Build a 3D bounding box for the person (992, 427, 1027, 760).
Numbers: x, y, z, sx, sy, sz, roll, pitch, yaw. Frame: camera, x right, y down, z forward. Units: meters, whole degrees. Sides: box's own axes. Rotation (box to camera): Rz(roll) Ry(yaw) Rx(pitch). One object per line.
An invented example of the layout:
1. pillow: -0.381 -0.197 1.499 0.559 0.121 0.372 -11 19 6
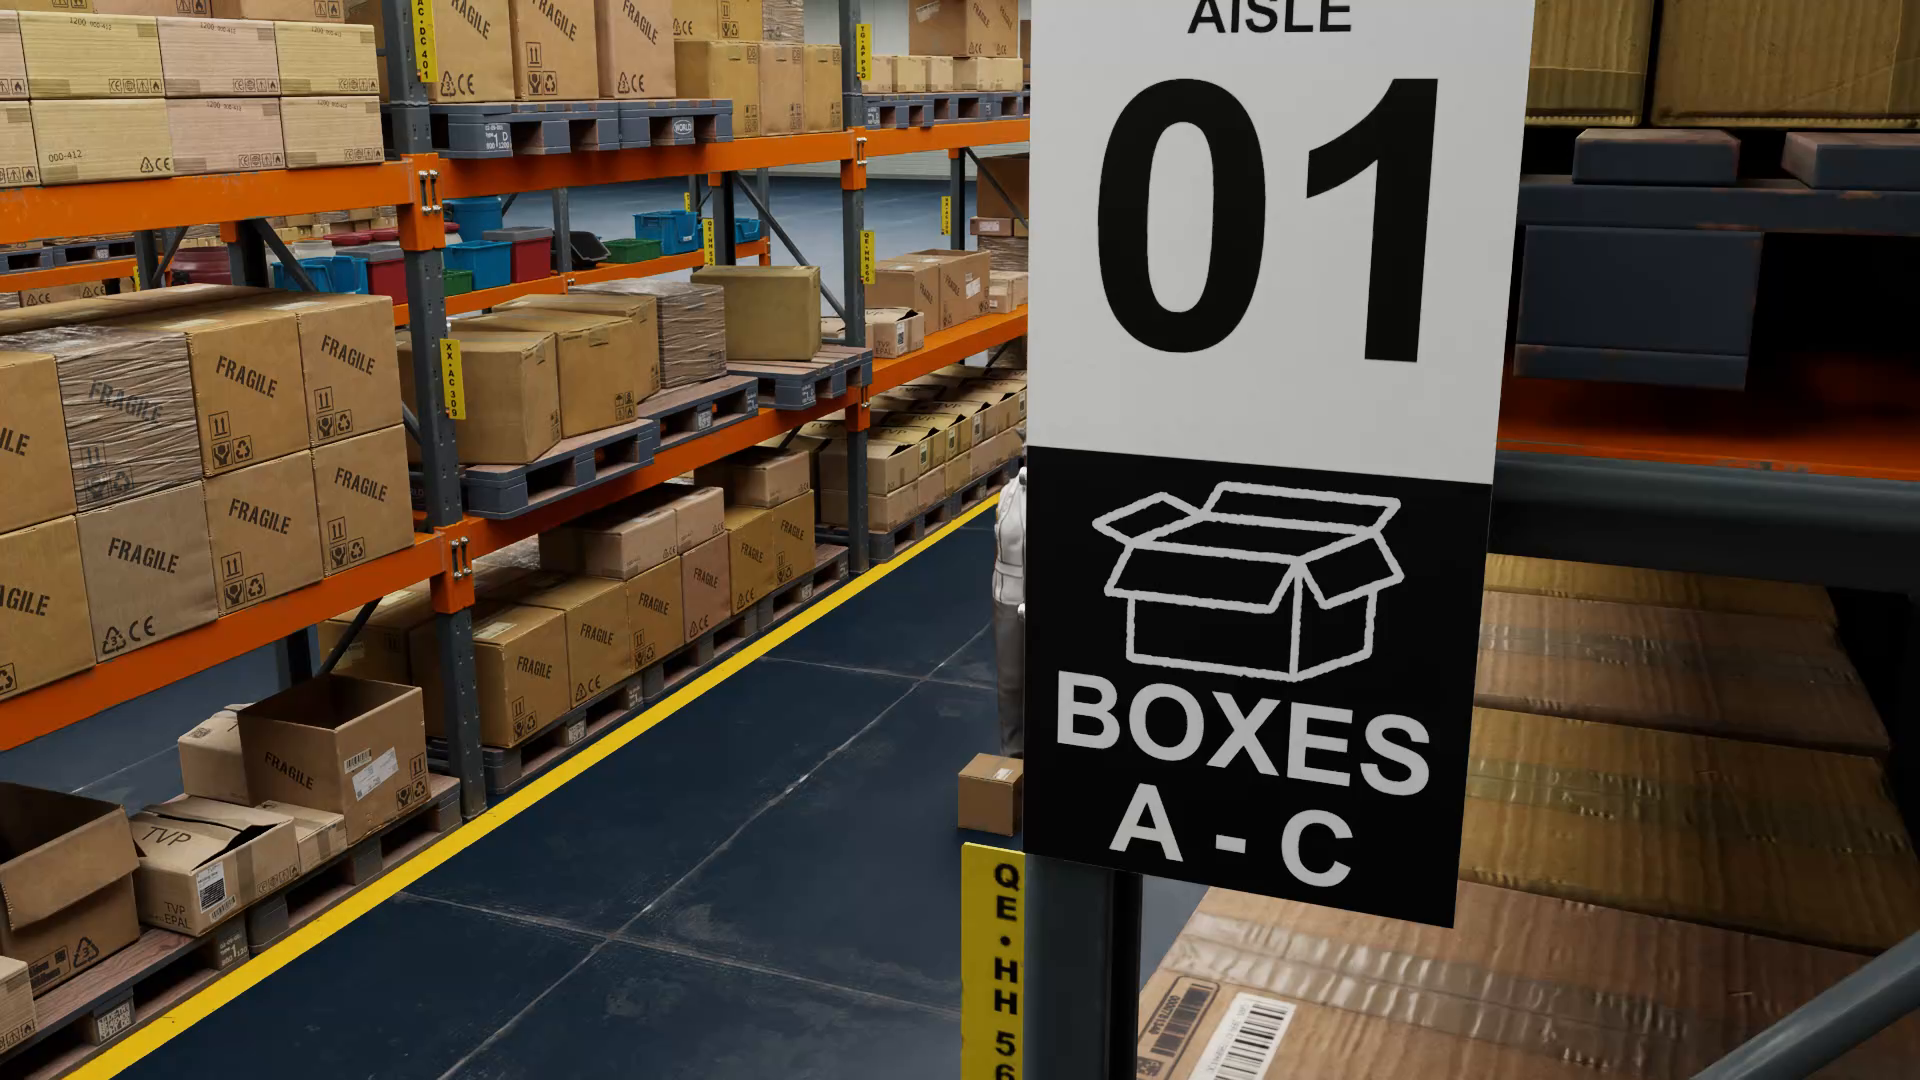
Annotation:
1. person: 0.349 0.301 7.435 0.437 1.671 0.341 6 17 22
